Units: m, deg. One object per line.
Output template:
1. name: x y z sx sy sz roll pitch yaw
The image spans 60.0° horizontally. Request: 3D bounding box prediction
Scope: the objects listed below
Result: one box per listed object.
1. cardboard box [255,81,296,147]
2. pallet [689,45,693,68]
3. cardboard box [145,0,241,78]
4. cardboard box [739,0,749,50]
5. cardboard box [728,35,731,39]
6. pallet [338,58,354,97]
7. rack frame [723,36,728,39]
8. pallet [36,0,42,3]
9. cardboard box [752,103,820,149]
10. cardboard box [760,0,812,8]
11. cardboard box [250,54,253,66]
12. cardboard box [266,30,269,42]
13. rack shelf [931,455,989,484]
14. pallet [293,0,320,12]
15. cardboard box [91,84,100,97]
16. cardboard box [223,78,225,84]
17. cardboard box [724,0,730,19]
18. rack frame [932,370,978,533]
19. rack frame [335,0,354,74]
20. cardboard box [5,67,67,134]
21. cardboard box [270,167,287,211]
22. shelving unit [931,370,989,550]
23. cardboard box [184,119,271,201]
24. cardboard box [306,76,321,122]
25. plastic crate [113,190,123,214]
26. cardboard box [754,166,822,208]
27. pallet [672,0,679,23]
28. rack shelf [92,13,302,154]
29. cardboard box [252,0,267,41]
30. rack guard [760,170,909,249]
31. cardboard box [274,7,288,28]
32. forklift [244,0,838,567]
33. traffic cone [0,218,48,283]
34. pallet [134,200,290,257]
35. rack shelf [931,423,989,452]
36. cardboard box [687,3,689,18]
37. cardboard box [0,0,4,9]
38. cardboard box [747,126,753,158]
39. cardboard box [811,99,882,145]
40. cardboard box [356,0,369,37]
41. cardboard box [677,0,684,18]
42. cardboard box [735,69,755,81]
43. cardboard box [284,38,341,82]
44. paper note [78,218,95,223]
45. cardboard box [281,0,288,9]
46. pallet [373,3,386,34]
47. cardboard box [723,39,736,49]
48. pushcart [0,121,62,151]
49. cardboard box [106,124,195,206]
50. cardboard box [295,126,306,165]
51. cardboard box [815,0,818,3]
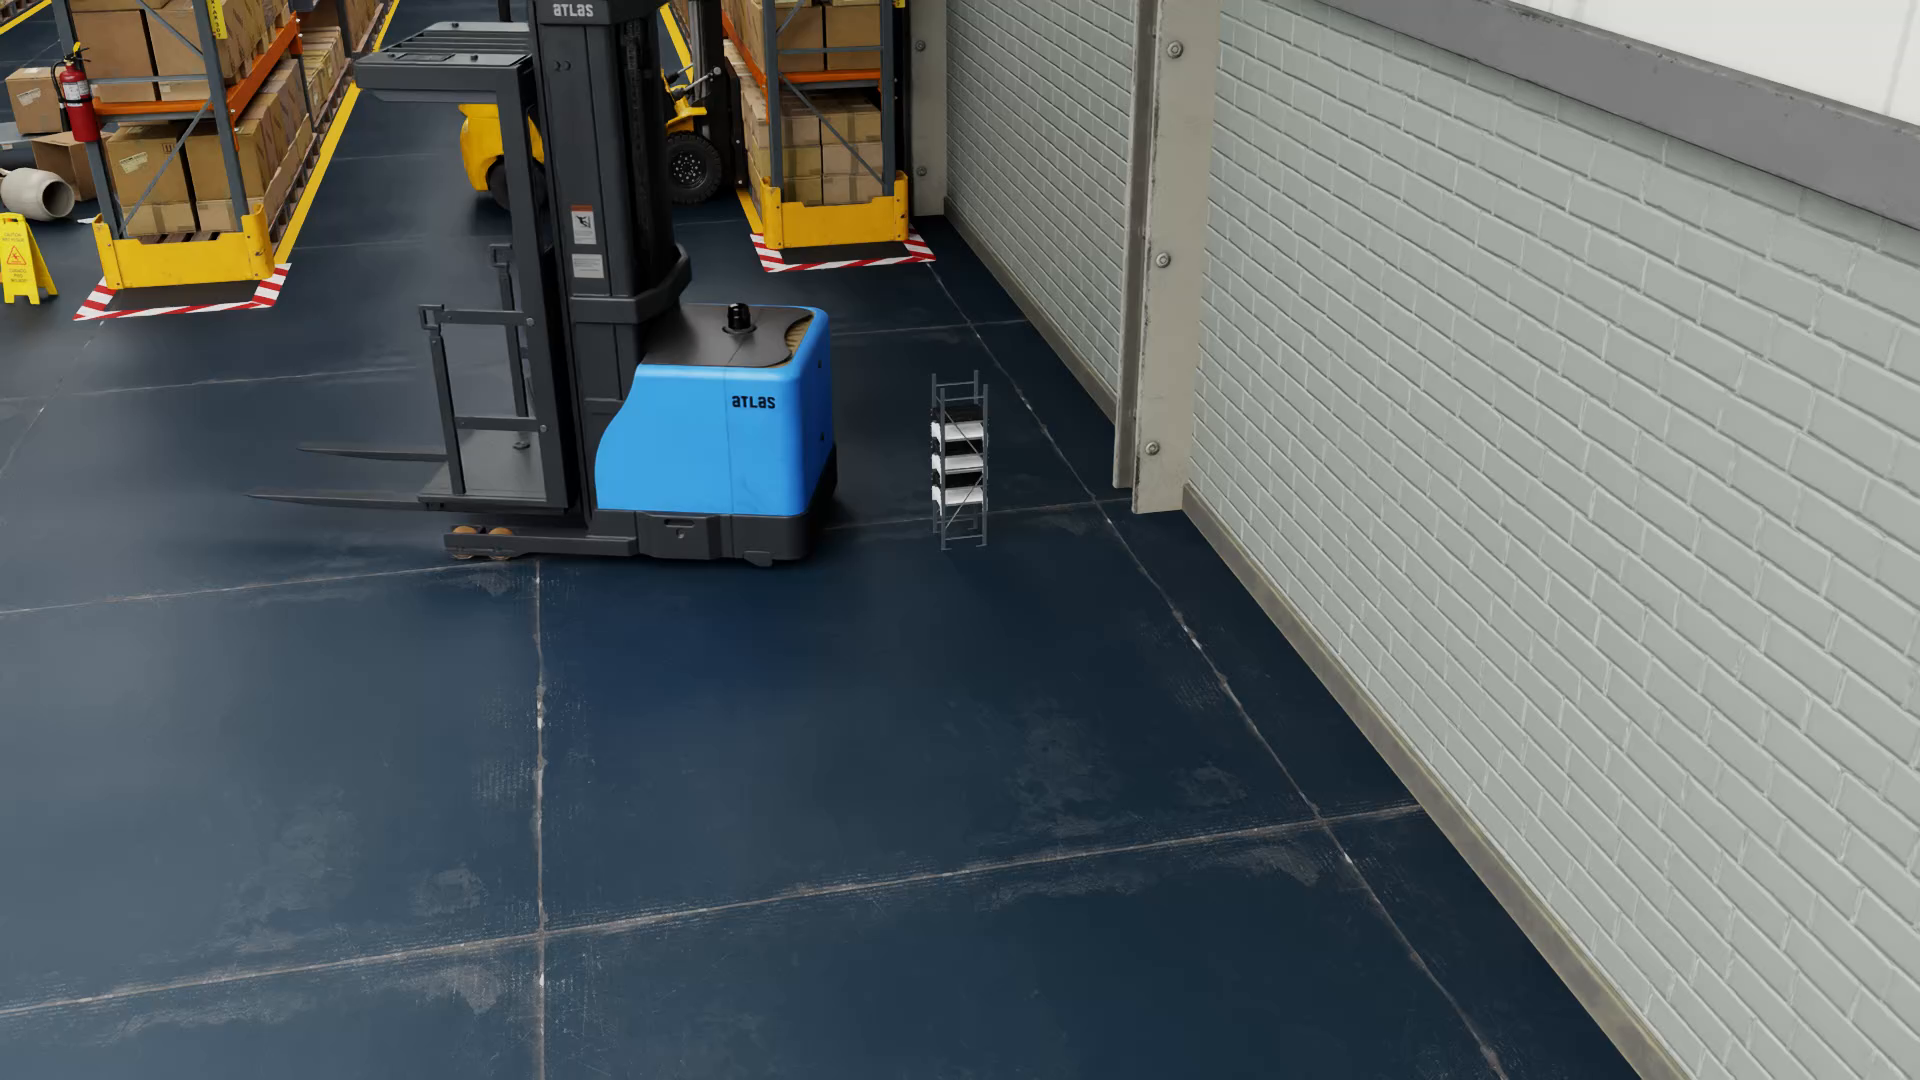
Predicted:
1. cardboard box: -6.130 -3.686 14.476 0.500 0.500 0.500 -5 27 -9
2. pallet: -2.676 -5.722 19.852 1.003 0.211 1.213 -6 27 -12
3. cardboard box: -5.692 -3.728 12.366 0.500 0.500 0.500 -6 27 -12
4. cardboard box: -1.611 -4.508 14.241 0.500 0.500 0.500 -6 27 -13
5. cardboard box: -2.050 -4.931 17.360 0.875 0.625 0.625 -5 27 -9
6. pallet: -7.484 -5.238 18.894 1.003 0.211 1.213 -6 27 -12
7. rack frame: -1.922 -5.576 16.468 1.000 3.000 0.127 -6 27 -12
8. pallet: -14.095 -8.153 24.668 1.003 0.211 1.213 -6 27 -12
9. cardboard box: -1.428 -3.397 13.627 0.500 0.250 0.500 -5 27 -10
10. cardboard box: -1.371 -4.278 13.066 0.380 0.149 0.250 -6 27 -11
11. cardboard box: -5.885 -3.833 13.293 0.380 0.149 0.250 -5 27 -10
12. cardboard box: -6.127 -4.287 14.193 0.380 0.149 0.250 -6 27 -13
13. rack shelf: -0.002 -0.376 8.569 0.258 0.077 0.200 -6 27 -12
14. pallet: -6.787 -5.335 16.204 1.003 0.211 1.213 -6 27 -12
15. cardboard box: -6.313 -3.445 12.524 0.380 0.149 0.250 -6 27 -12
16. cardboard box: -5.801 -3.482 12.598 0.380 0.149 0.250 -6 27 -11
17. cardboard box: -1.943 -5.172 15.558 0.500 0.500 0.500 -5 27 -11
18. rack frame: -0.025 -0.450 8.643 0.240 0.900 0.006 -6 27 -12
19. rack frame: -7.658 -6.826 18.945 1.000 3.000 0.127 -6 27 -12
20. cardboard box: -8.484 -4.098 15.475 0.500 0.500 0.500 -6 27 -12
21. cardboard box: -5.875 -2.881 13.715 0.500 0.250 0.500 -5 27 -10
22. shelving unit: -0.002 -0.405 8.554 0.258 0.900 0.210 -6 27 -12
23. cardboard box: -5.774 -3.002 13.121 0.500 0.500 0.500 -7 28 -13
24. cardboard box: -6.877 -4.315 16.420 0.950 0.372 0.625 -6 27 -11
25. plastic crate: -7.202 -2.994 14.594 0.402 0.080 0.583 -16 31 -29
26. cardboard box: -1.434 -2.954 13.859 0.500 0.250 0.500 -6 27 -11
27. pallet: -3.504 -7.490 23.355 1.003 0.211 1.213 -6 27 -12
28. rack shelf: -6.306 -3.871 13.889 1.077 0.370 4.000 -6 27 -12
29. cardboard box: -6.050 -4.401 13.699 0.500 0.500 0.500 -7 28 -13
30. rack guard: -1.015 -2.693 13.532 1.175 0.500 0.348 -6 27 -12
31. cardboard box: -6.325 -4.739 15.089 0.380 0.149 0.250 -5 27 -10
32. forklift: -2.227 -1.436 8.342 3.031 2.935 1.130 2 27 5
33. traffic cone: -7.209 -2.240 12.673 0.336 0.463 0.334 -6 27 -12
34. pallet: -6.021 -2.463 13.396 1.003 0.211 1.213 -6 27 -12
35. rack shelf: -0.002 -0.536 8.488 0.258 0.077 0.200 -6 27 -12
36. cardboard box: -3.128 -6.567 20.741 0.500 0.500 0.500 -5 27 -10
37. cardboard box: -13.189 -7.259 22.501 0.380 0.149 0.250 -5 27 -10
38. cardboard box: -1.537 -3.406 14.200 0.500 0.250 0.500 -6 27 -12
39. cardboard box: -0.944 -3.456 13.745 0.500 0.250 0.500 -6 27 -12
40. cardboard box: -7.930 -6.769 20.724 0.875 0.875 0.875 -6 27 -11
41. cardboard box: -3.486 -7.244 22.081 0.500 0.500 0.500 -7 28 -13
42. cardboard box: -1.779 -4.064 14.949 0.500 0.250 0.500 -7 28 -13
43. cardboard box: -7.367 -5.268 18.309 0.950 0.372 0.625 -6 27 -13
44. paper note: -7.391 -2.712 14.090 0.142 0.019 0.148 -16 31 -29
45. cardboard box: -6.414 -5.078 15.040 0.500 0.500 0.500 -7 28 -13
46. pallet: -8.312 -7.006 22.397 1.003 0.211 1.213 -6 27 -12
47. cardboard box: -2.118 -4.738 16.284 0.500 0.250 0.500 -6 27 -12
48. pushcart: -8.967 -3.646 15.555 1.648 0.377 0.936 -16 31 -29
49. cardboard box: -6.290 -2.934 12.988 0.500 0.500 0.500 -6 27 -11
50. cardboard box: -6.232 -3.565 15.070 0.500 0.250 0.500 -7 28 -13
51. cardboard box: -1.000 -4.337 13.902 0.500 0.500 0.500 -5 27 -10
